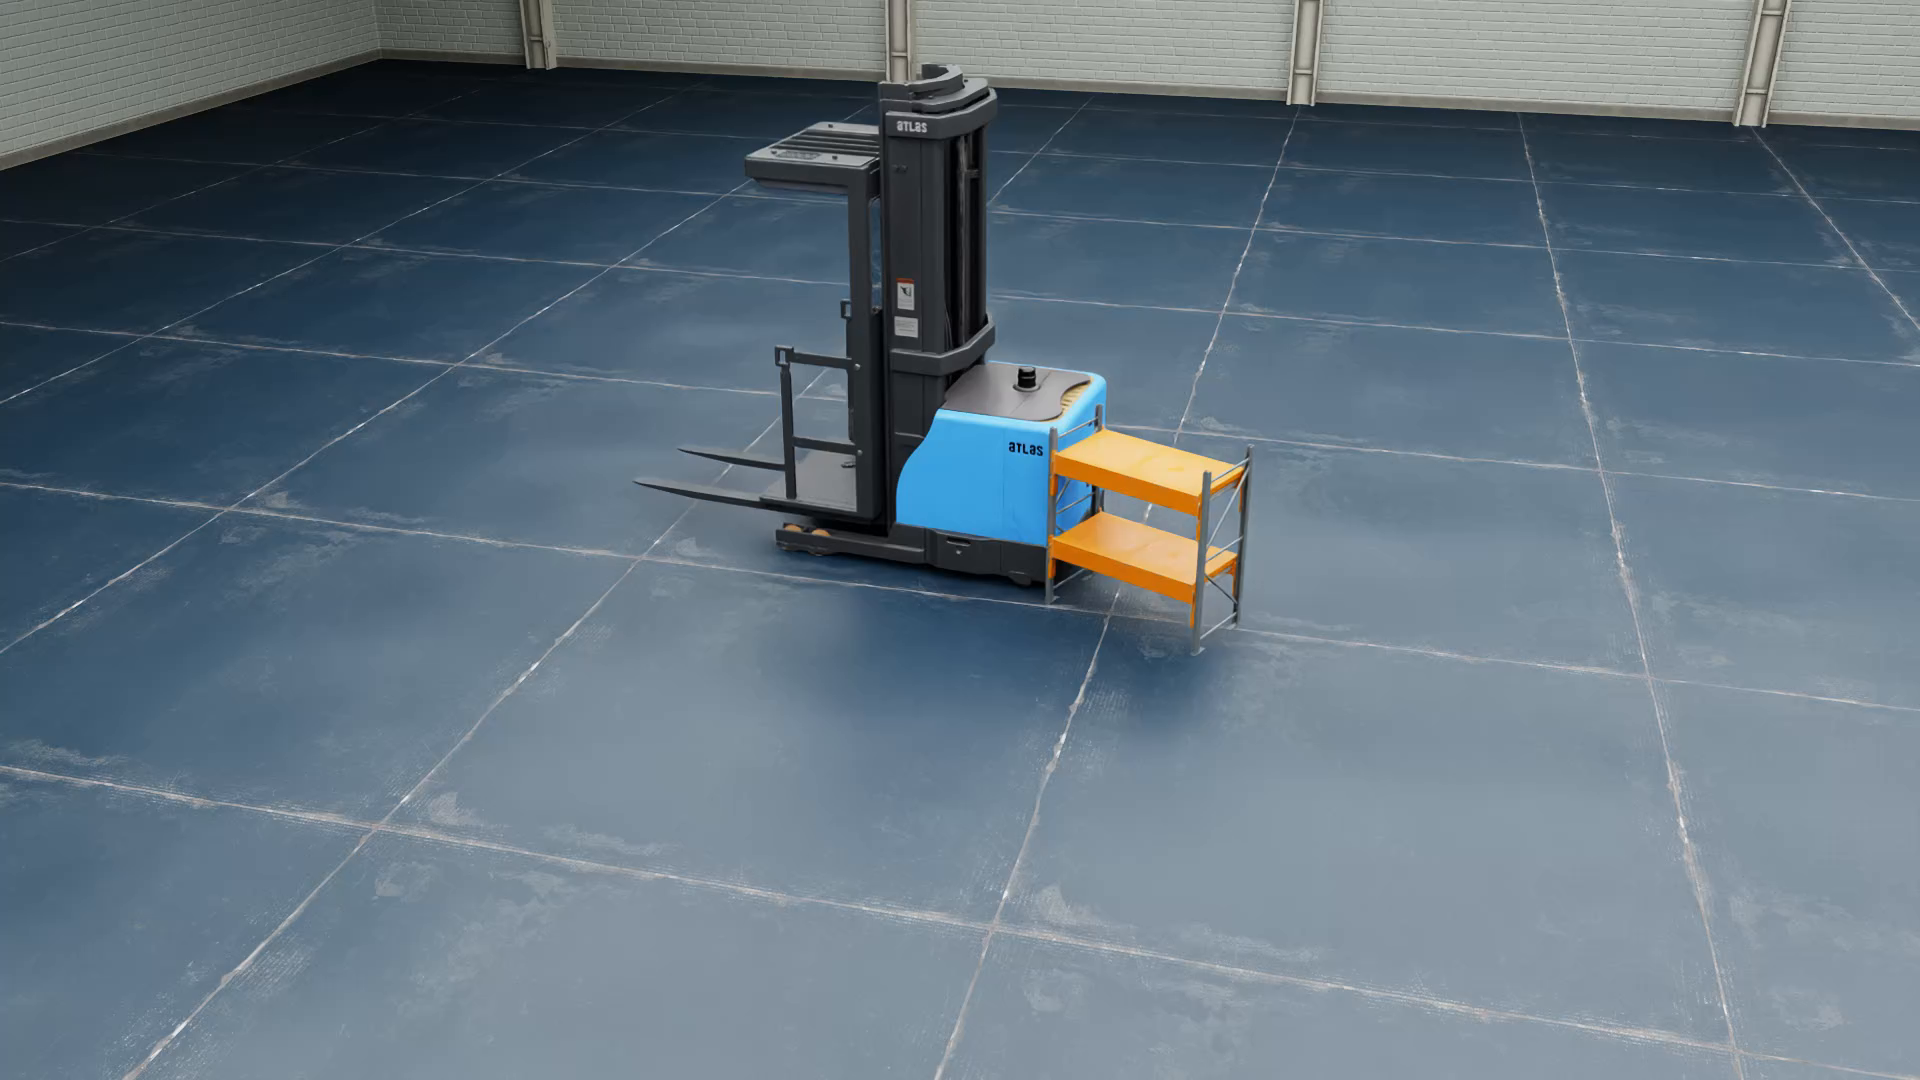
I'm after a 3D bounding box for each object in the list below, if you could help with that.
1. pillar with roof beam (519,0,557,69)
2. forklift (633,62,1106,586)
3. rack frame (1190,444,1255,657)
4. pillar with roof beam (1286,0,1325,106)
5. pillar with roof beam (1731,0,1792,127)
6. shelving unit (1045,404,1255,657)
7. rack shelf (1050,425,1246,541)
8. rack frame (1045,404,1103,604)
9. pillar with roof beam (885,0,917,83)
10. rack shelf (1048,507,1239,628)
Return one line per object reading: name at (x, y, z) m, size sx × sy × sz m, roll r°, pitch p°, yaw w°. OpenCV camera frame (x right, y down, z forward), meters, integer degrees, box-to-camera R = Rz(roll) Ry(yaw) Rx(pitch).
pillar with roof beam at (-7.776, -9.855, 20.981) m, size 0.400 × 9.000 × 9.100 m, roll 6°, pitch 26°, yaw 13°
forklift at (-0.641, -1.423, 10.329) m, size 3.031 × 2.935 × 1.130 m, roll 9°, pitch 27°, yaw 18°
rack frame at (1.469, 0.062, 9.310) m, size 0.032 × 1.125 × 0.500 m, roll 19°, pitch 31°, yaw 34°
pillar with roof beam at (3.846, -8.570, 18.282) m, size 0.400 × 9.000 × 9.100 m, roll 6°, pitch 26°, yaw 13°
pillar with roof beam at (9.657, -7.928, 16.933) m, size 0.400 × 9.000 × 9.100 m, roll 6°, pitch 26°, yaw 13°
shelving unit at (1.073, -0.075, 9.598) m, size 1.048 × 1.125 × 0.538 m, roll 19°, pitch 31°, yaw 34°
rack shelf at (1.073, -0.339, 9.472) m, size 1.000 × 0.278 × 0.538 m, roll 19°, pitch 31°, yaw 34°
rack frame at (0.677, -0.211, 9.885) m, size 0.032 × 1.125 × 0.500 m, roll 19°, pitch 31°, yaw 34°
pillar with roof beam at (-1.965, -9.212, 19.632) m, size 0.400 × 9.000 × 9.100 m, roll 6°, pitch 26°, yaw 13°
rack shelf at (1.073, 0.146, 9.703) m, size 1.000 × 0.278 × 0.538 m, roll 19°, pitch 31°, yaw 34°
